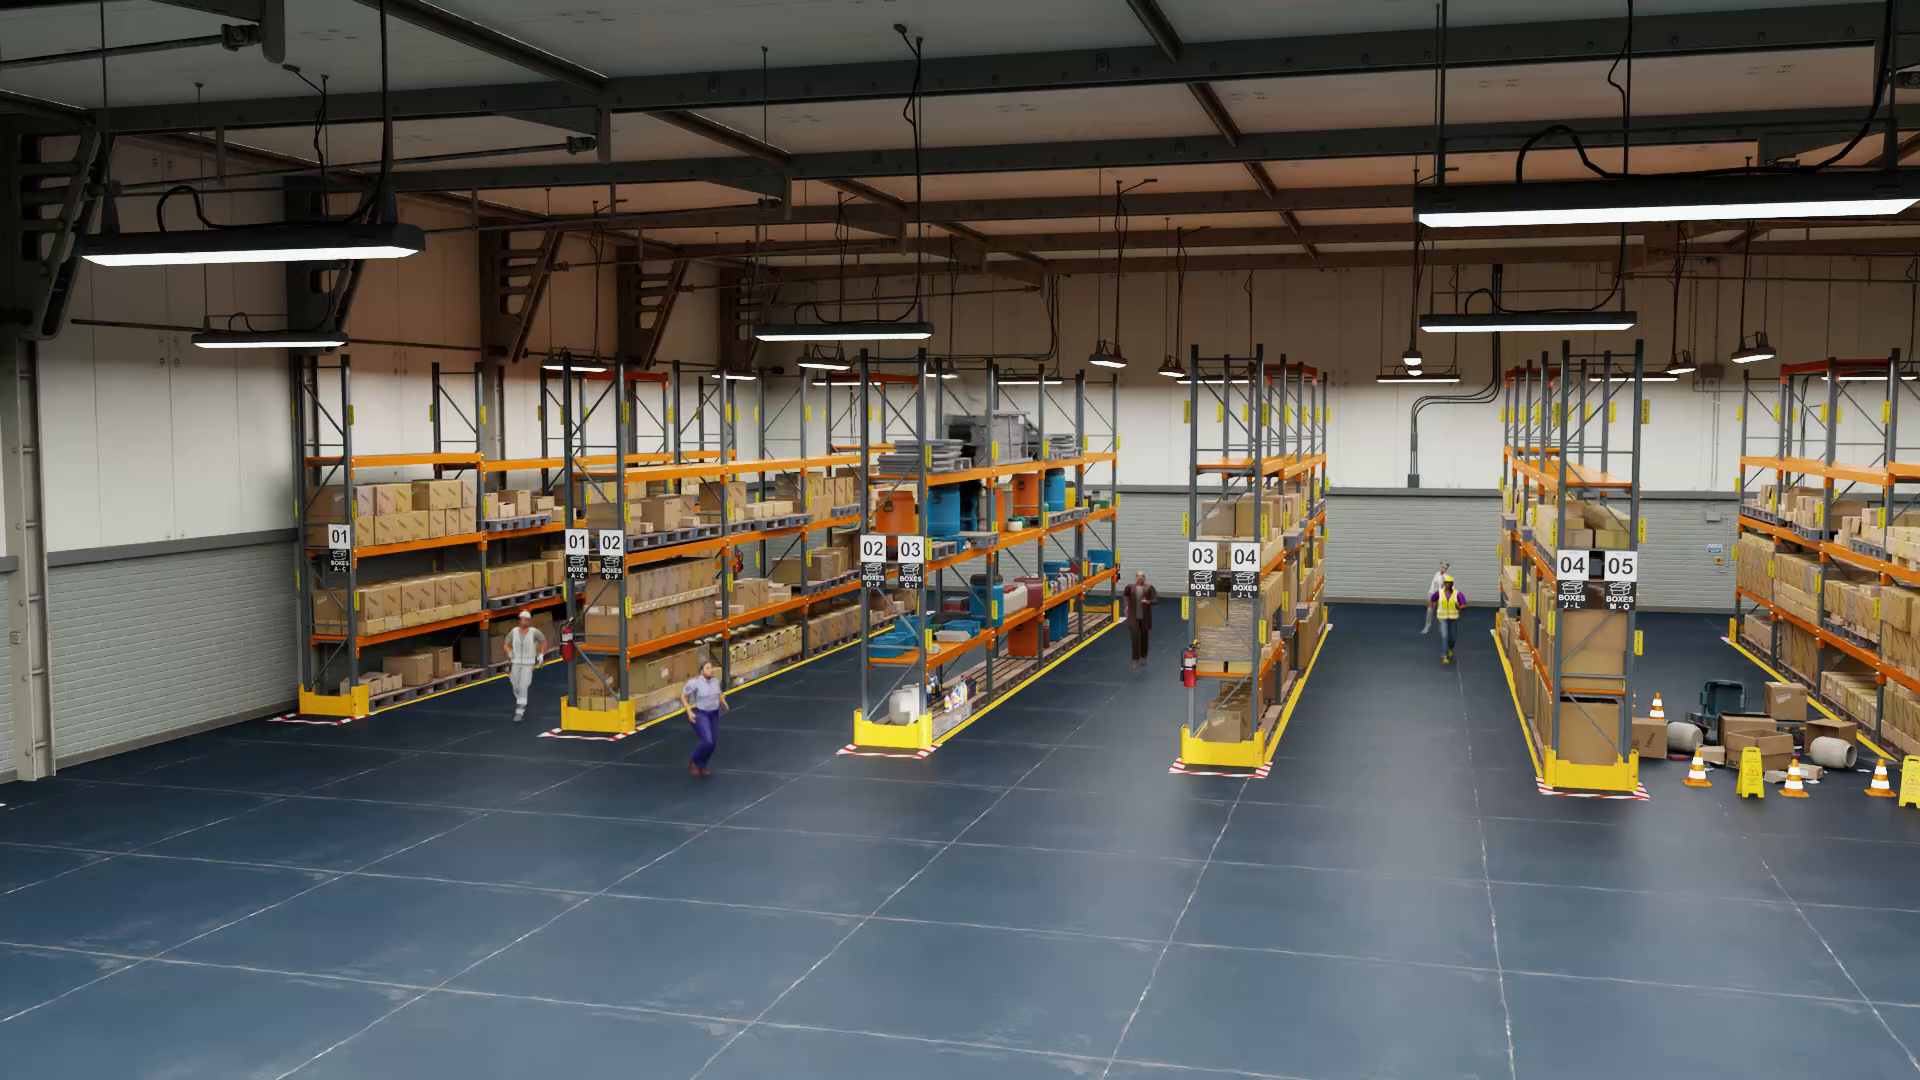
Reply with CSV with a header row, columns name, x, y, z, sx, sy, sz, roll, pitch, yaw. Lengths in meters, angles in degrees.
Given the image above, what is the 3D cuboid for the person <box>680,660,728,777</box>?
name,x,y,z,sx,sy,sz,roll,pitch,yaw
person,-3.484,2.564,23.011,0.564,1.425,0.612,4,6,40

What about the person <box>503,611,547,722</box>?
name,x,y,z,sx,sy,sz,roll,pitch,yaw
person,-7.185,2.054,27.455,0.699,1.779,0.876,0,4,-2

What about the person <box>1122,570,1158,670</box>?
name,x,y,z,sx,sy,sz,roll,pitch,yaw
person,3.391,1.615,31.386,0.694,1.583,0.847,1,4,9

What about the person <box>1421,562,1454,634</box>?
name,x,y,z,sx,sy,sz,roll,pitch,yaw
person,11.088,1.324,38.255,0.840,1.677,0.651,-4,6,-42

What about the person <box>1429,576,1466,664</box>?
name,x,y,z,sx,sy,sz,roll,pitch,yaw
person,9.849,1.593,33.569,0.709,1.747,0.972,1,4,12
